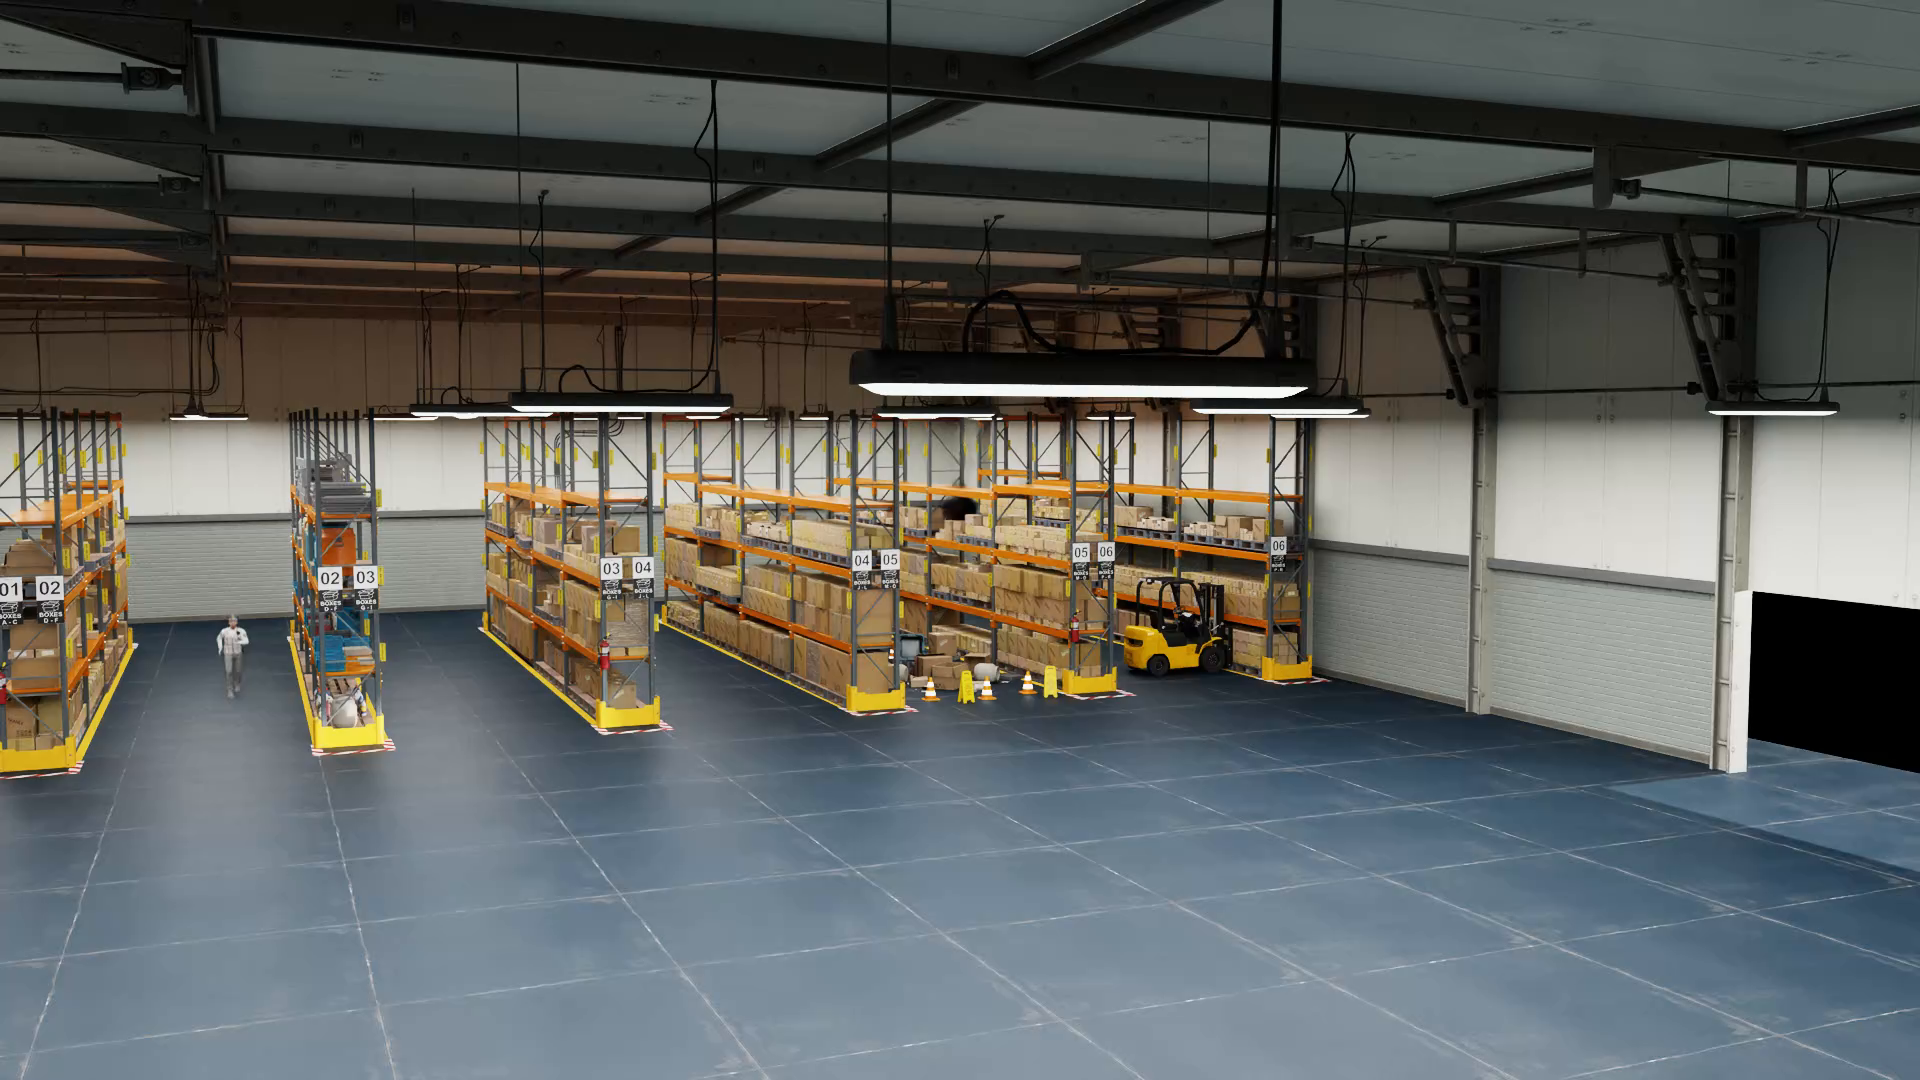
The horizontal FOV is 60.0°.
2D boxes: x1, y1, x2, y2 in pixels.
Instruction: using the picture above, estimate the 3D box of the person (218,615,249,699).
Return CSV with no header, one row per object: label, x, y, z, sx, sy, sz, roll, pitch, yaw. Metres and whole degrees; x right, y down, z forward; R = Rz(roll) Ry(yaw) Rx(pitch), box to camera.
person,-15.235,2.409,34.874,0.599,1.708,0.878,-2,4,-24
